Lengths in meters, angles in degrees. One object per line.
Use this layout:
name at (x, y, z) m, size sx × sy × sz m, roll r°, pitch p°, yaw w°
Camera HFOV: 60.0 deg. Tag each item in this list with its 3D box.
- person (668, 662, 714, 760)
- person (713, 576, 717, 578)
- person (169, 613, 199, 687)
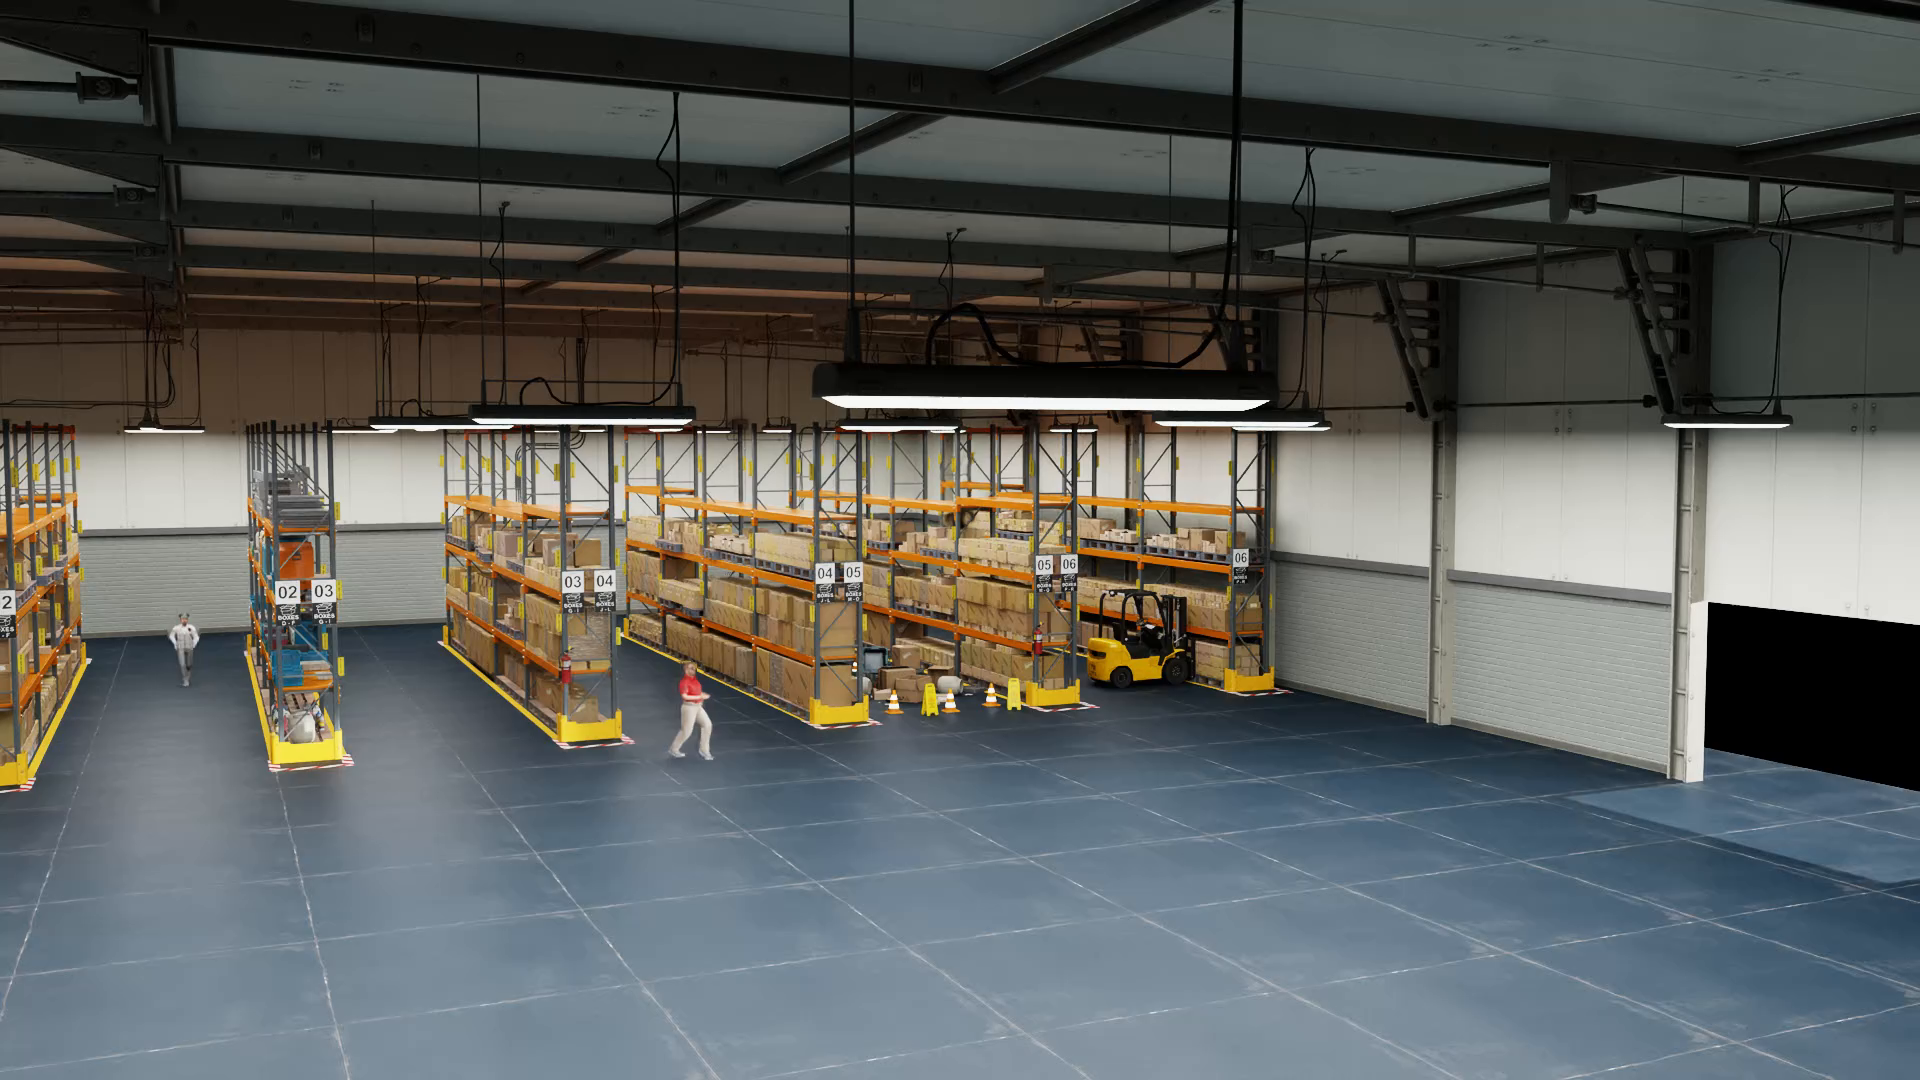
person at (-4.758, 3.045, 29.436) m, size 0.803 × 1.773 × 0.668 m, roll 1°, pitch 4°, yaw 19°
person at (-6.945, 1.905, 47.020) m, size 0.673 × 1.771 × 0.835 m, roll -1°, pitch 4°, yaw -20°
person at (-17.866, 2.510, 38.318) m, size 0.618 × 1.679 × 0.761 m, roll -2°, pitch 4°, yaw -27°
